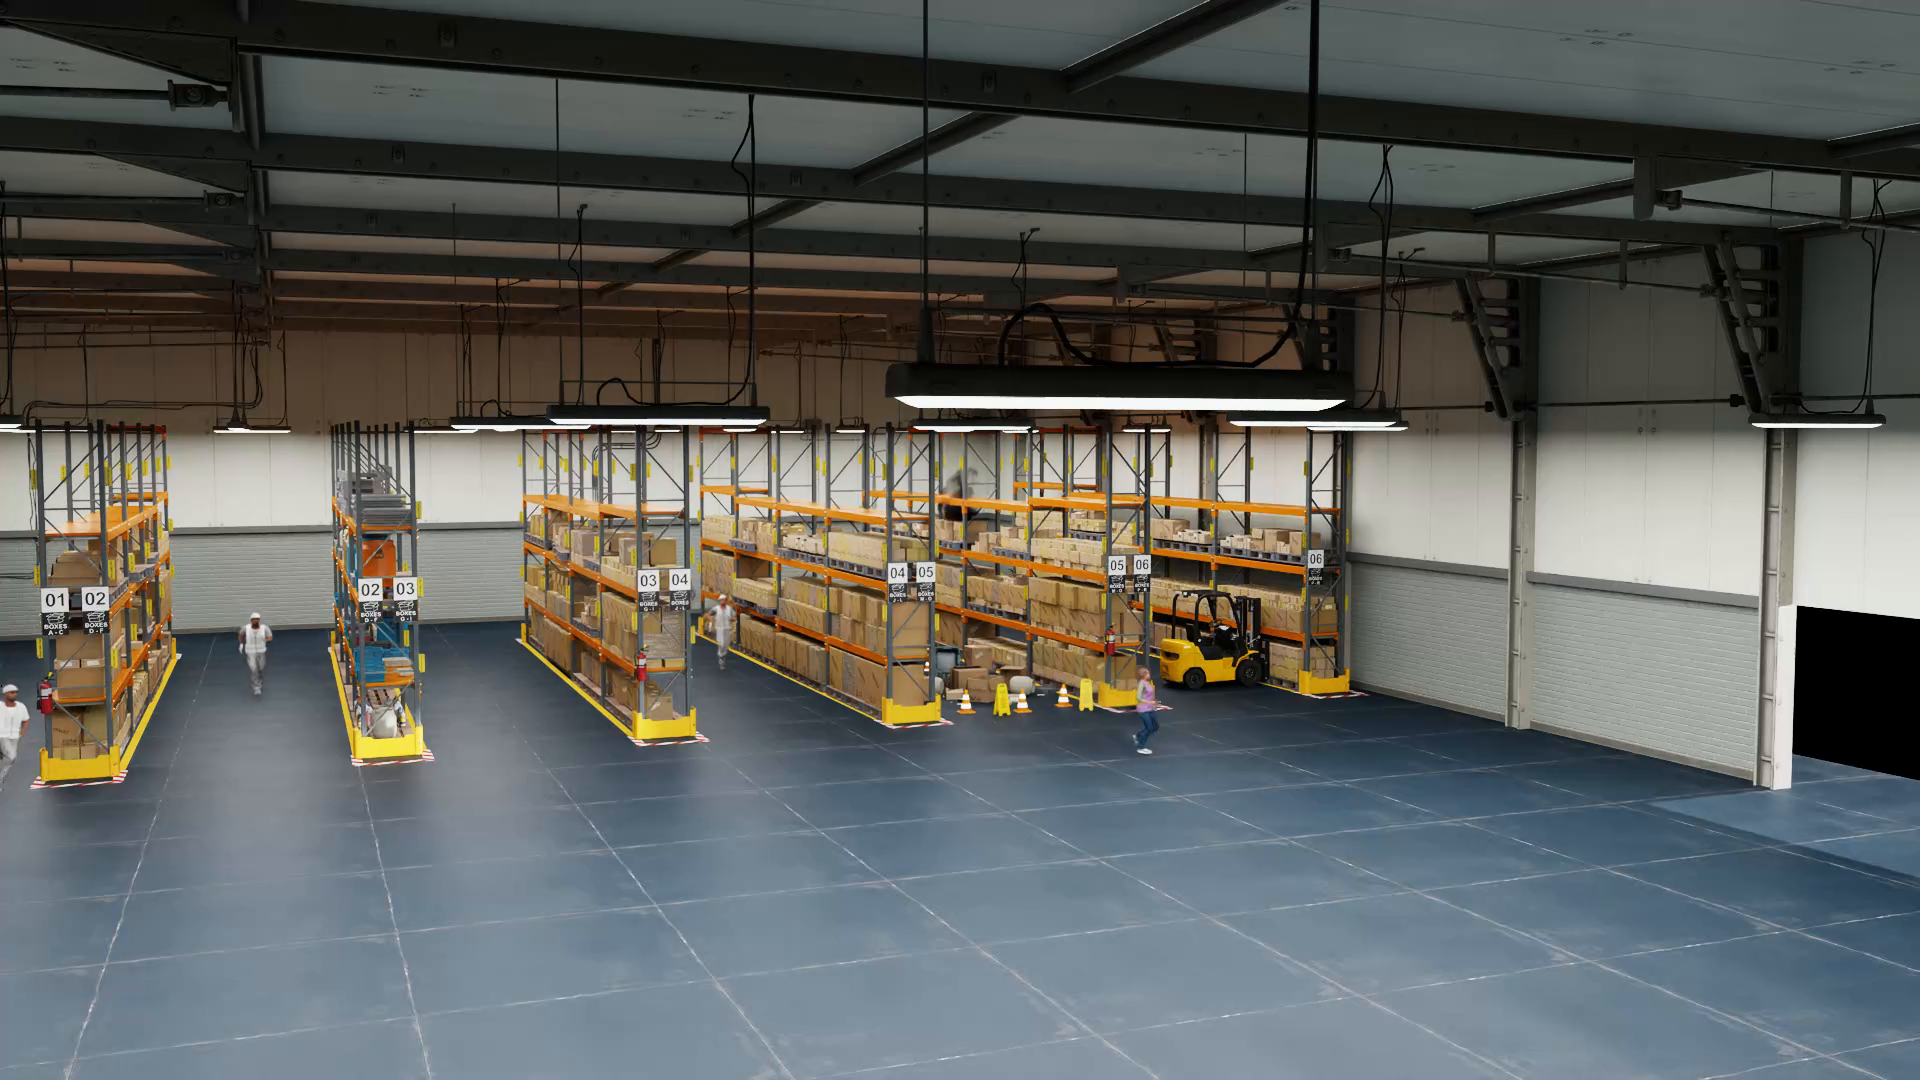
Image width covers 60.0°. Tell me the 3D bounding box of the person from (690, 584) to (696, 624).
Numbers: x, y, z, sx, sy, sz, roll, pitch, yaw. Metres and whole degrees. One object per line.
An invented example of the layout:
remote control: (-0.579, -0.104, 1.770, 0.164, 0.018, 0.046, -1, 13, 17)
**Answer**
person: (-8.245, 1.845, 49.087, 0.824, 1.677, 0.798, -1, 4, -16)

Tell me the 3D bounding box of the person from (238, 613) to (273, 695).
person: (-15.608, 2.492, 36.888, 0.683, 1.769, 1.004, -2, 4, -29)

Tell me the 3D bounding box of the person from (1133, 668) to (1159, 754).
person: (3.354, 3.071, 29.938, 0.551, 1.552, 0.530, 2, 4, 25)

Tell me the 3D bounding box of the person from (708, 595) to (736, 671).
person: (-5.848, 2.264, 40.959, 0.646, 1.847, 0.798, -2, 4, -26)

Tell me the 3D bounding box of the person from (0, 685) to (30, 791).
person: (-15.332, 3.191, 26.800, 0.609, 1.697, 0.737, 2, 4, 30)
